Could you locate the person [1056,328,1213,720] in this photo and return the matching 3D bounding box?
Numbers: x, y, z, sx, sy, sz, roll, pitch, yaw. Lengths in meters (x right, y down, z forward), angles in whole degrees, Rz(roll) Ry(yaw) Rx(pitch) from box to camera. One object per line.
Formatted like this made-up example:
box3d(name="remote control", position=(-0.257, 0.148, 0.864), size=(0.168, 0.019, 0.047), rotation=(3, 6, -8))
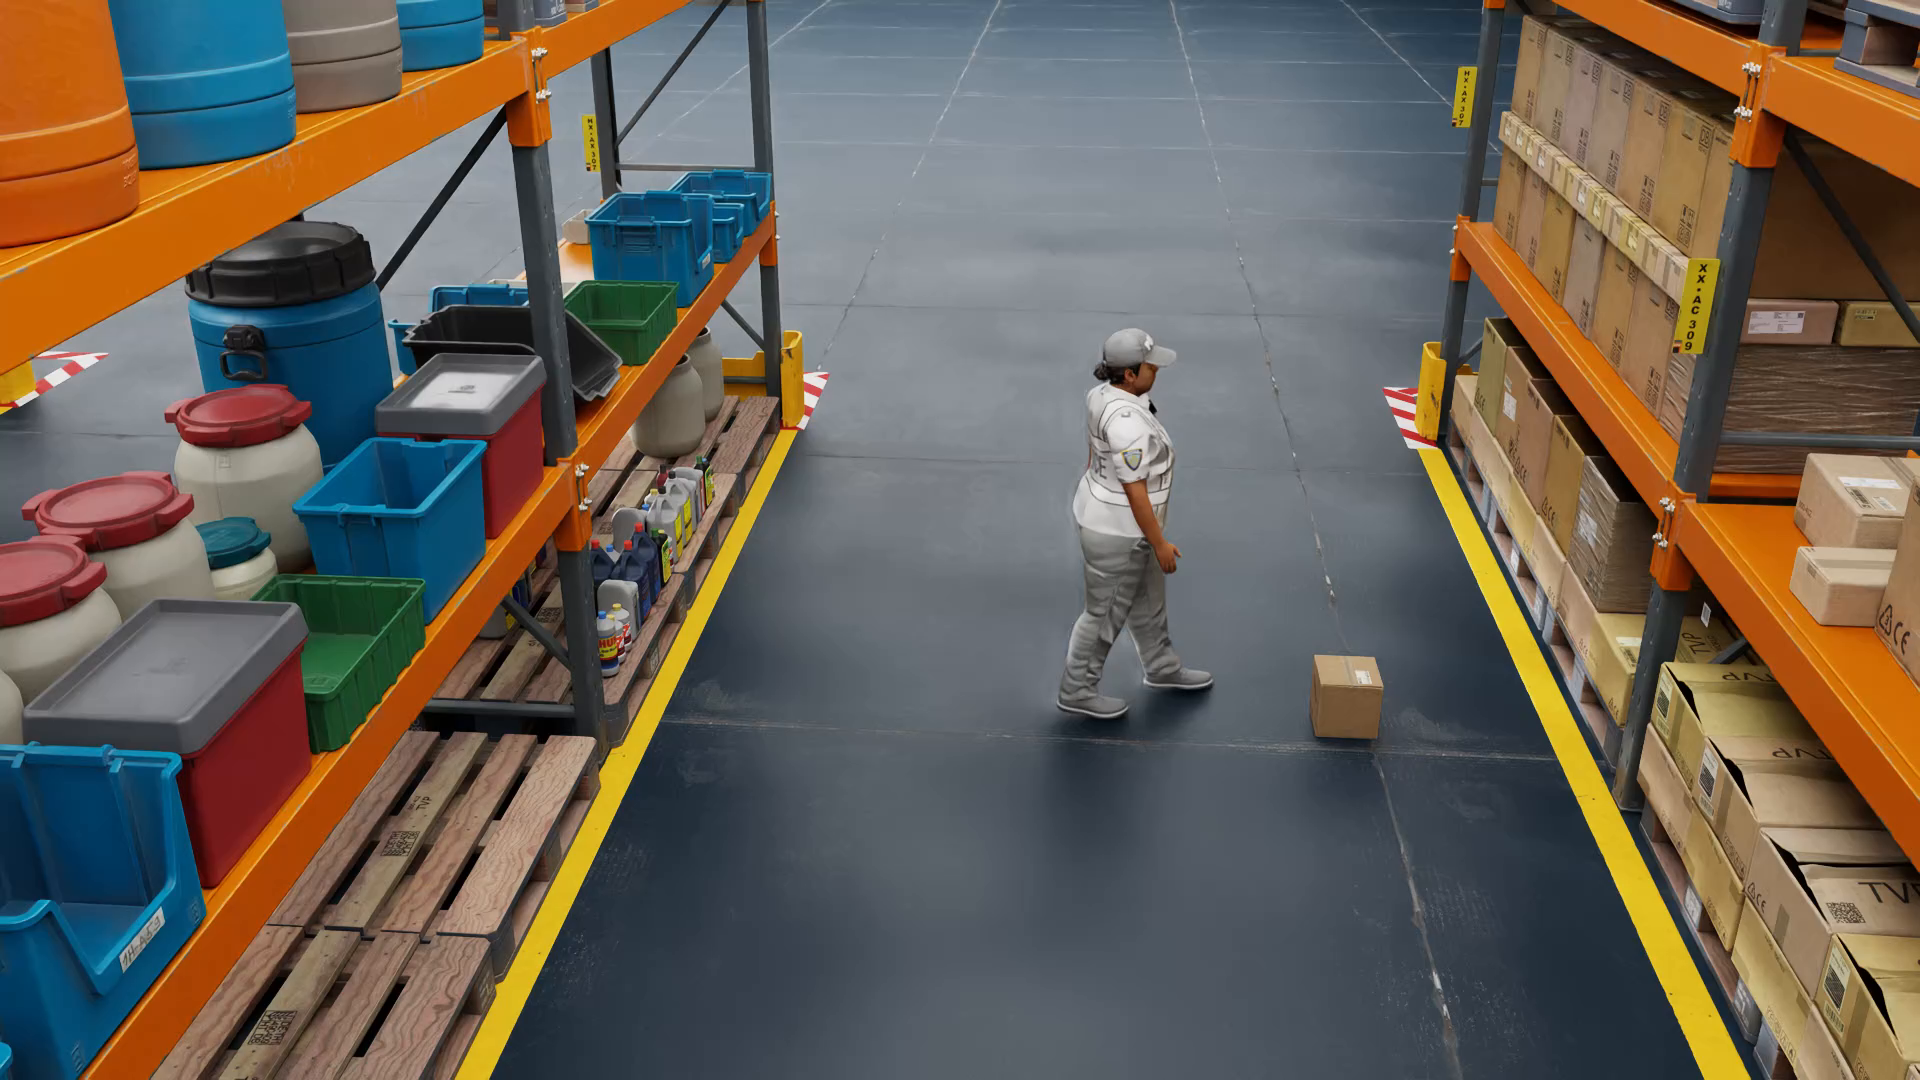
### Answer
box3d(name="person", position=(0.749, -0.050, 6.684), size=(0.691, 1.655, 0.487), rotation=(-1, 25, -2))
